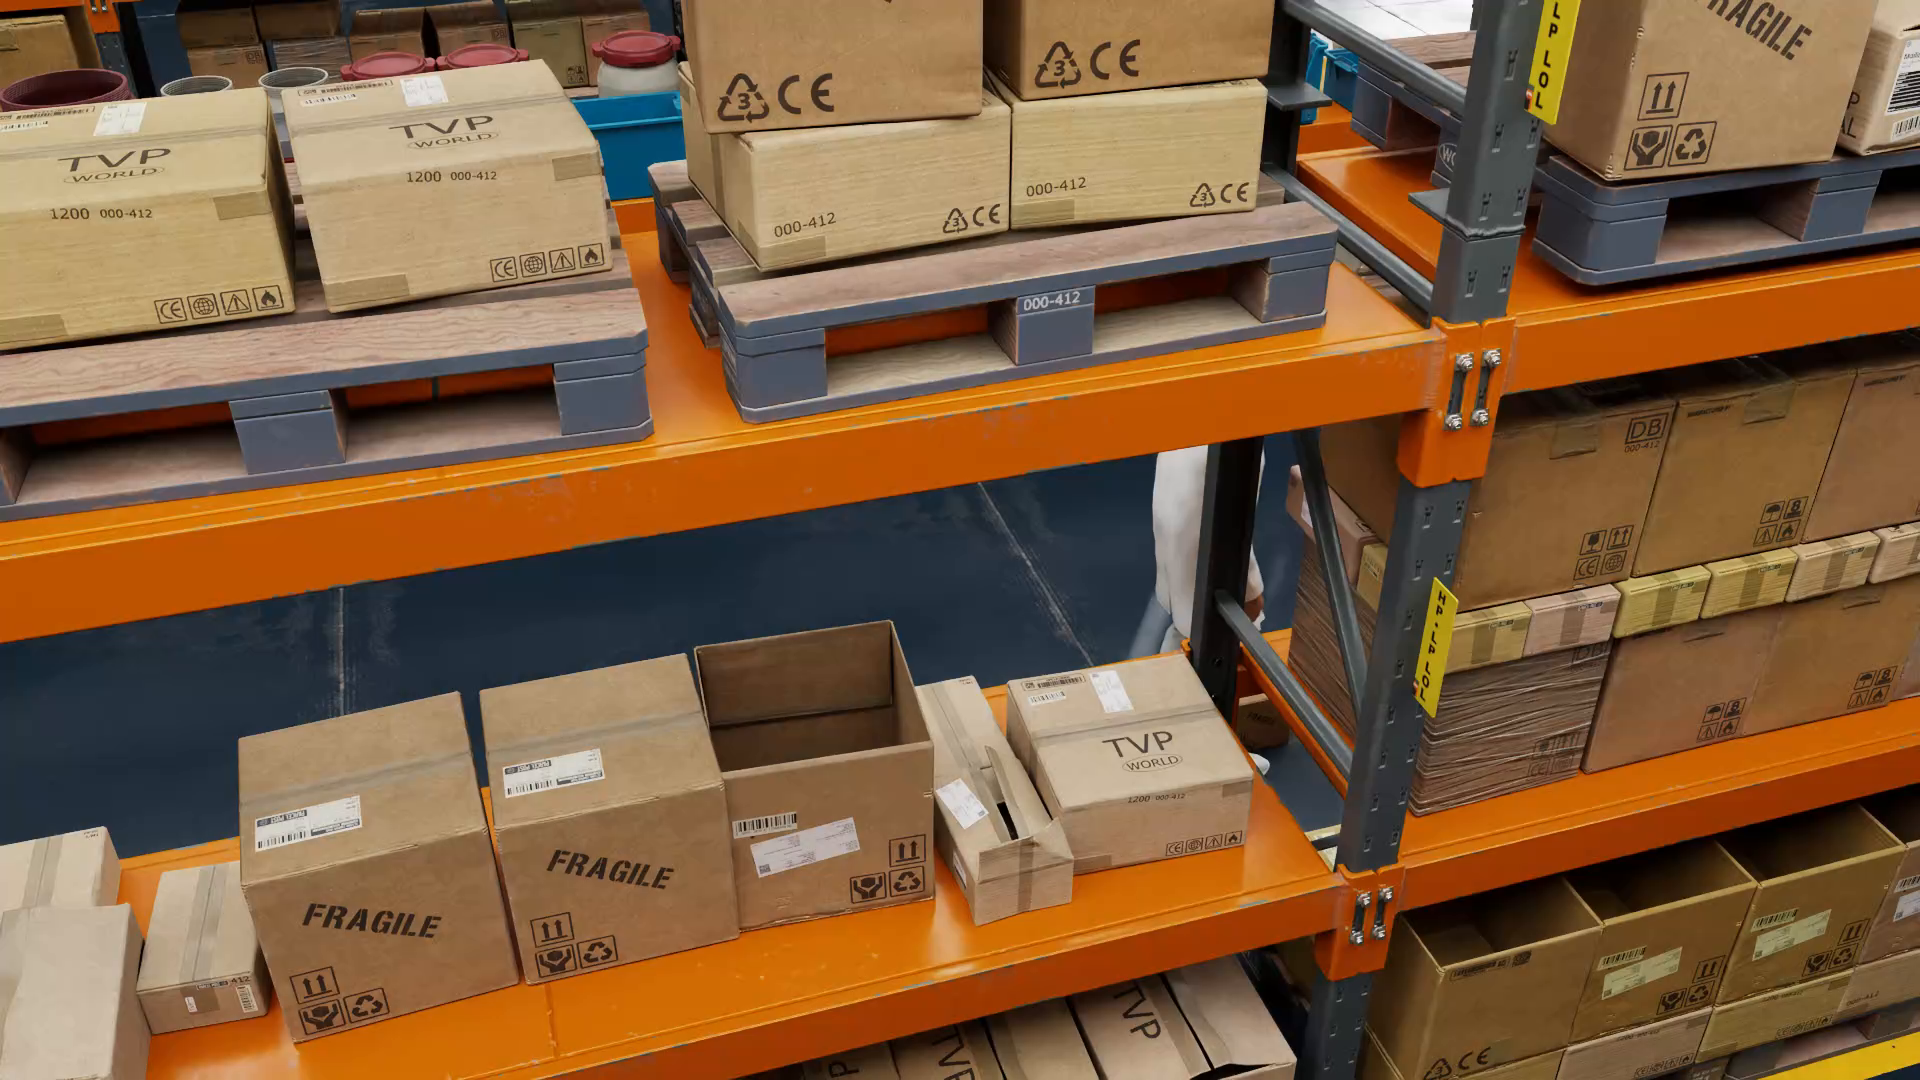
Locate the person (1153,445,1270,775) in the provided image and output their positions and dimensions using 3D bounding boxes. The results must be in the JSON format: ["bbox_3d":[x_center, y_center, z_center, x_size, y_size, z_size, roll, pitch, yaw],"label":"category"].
[{"bbox_3d":[0.915,0.062,6.061,0.424,1.774,0.644,-9,35,-14],"label":"person"}]
